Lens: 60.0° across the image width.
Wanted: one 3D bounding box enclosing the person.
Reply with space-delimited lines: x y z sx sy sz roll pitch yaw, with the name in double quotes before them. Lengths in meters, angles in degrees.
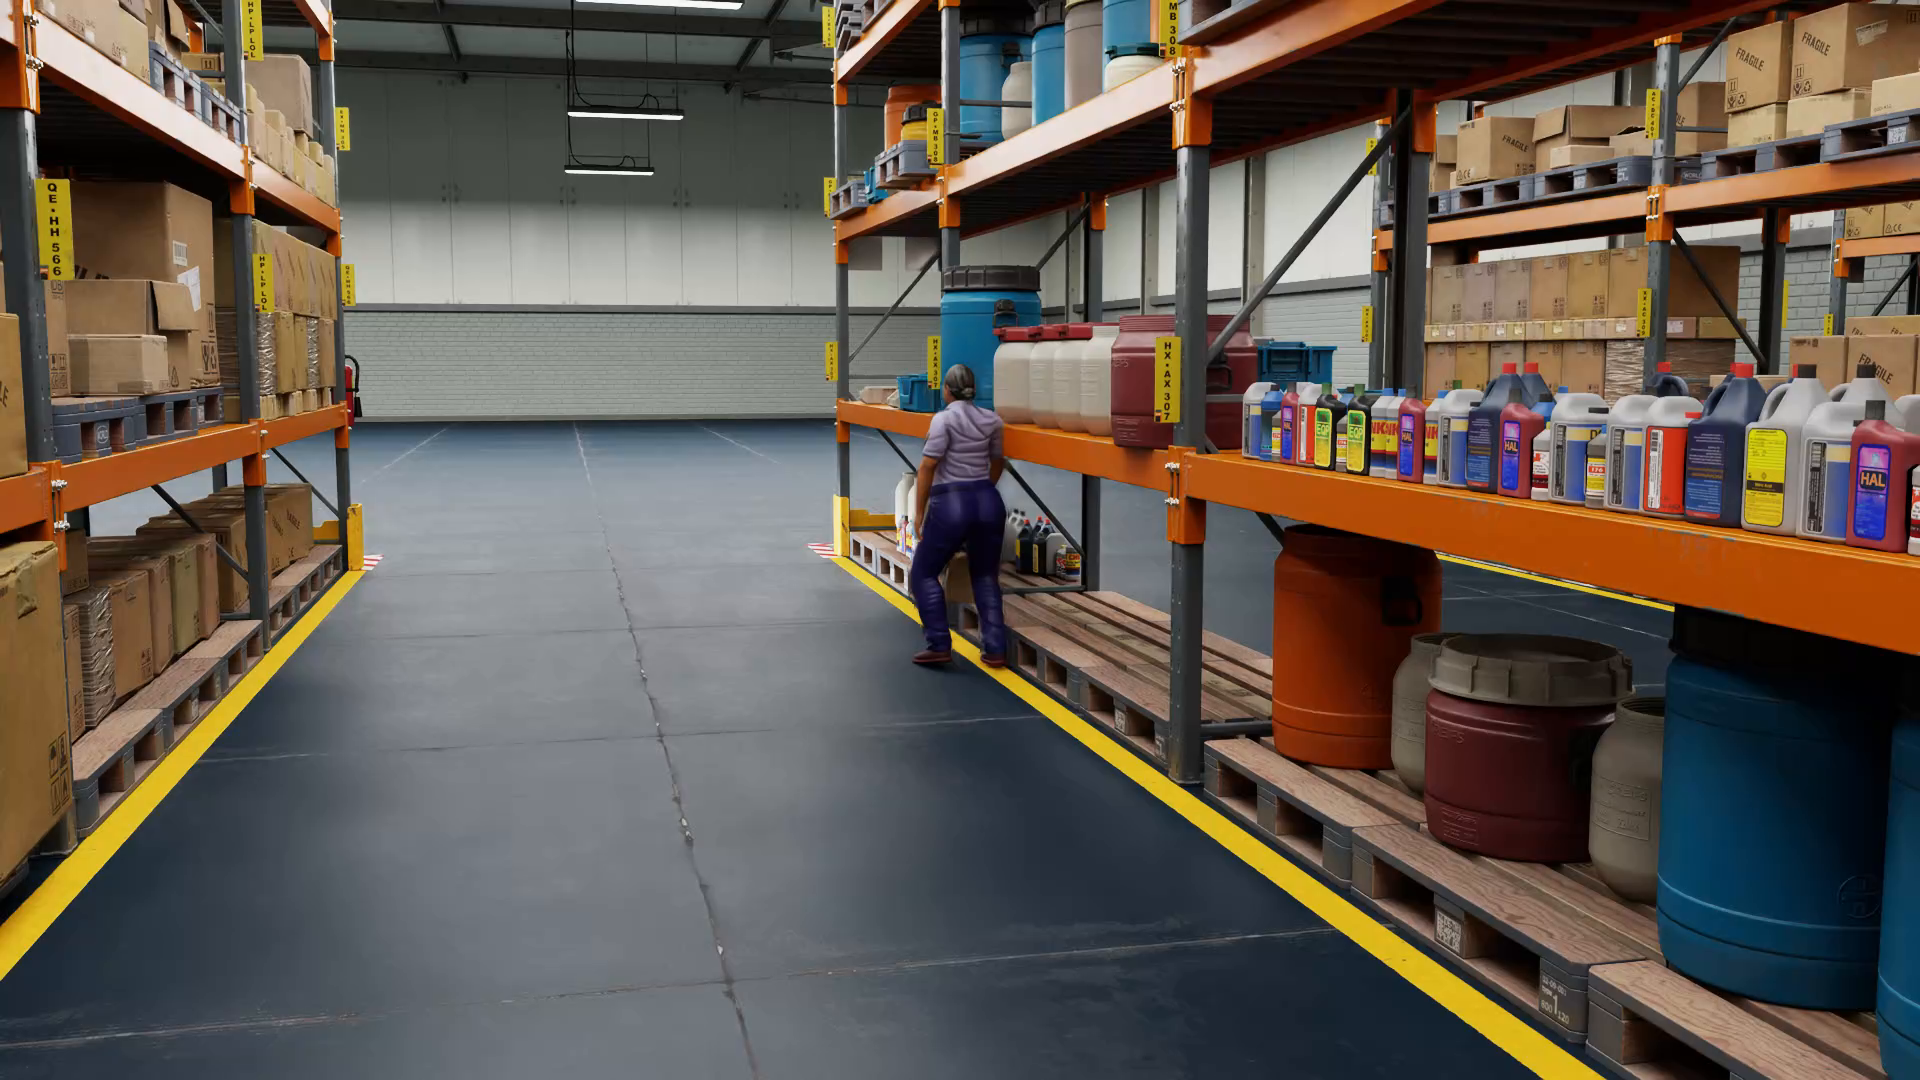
"person" 0.003 -0.131 8.954 0.570 1.625 0.501 -3 7 -29
